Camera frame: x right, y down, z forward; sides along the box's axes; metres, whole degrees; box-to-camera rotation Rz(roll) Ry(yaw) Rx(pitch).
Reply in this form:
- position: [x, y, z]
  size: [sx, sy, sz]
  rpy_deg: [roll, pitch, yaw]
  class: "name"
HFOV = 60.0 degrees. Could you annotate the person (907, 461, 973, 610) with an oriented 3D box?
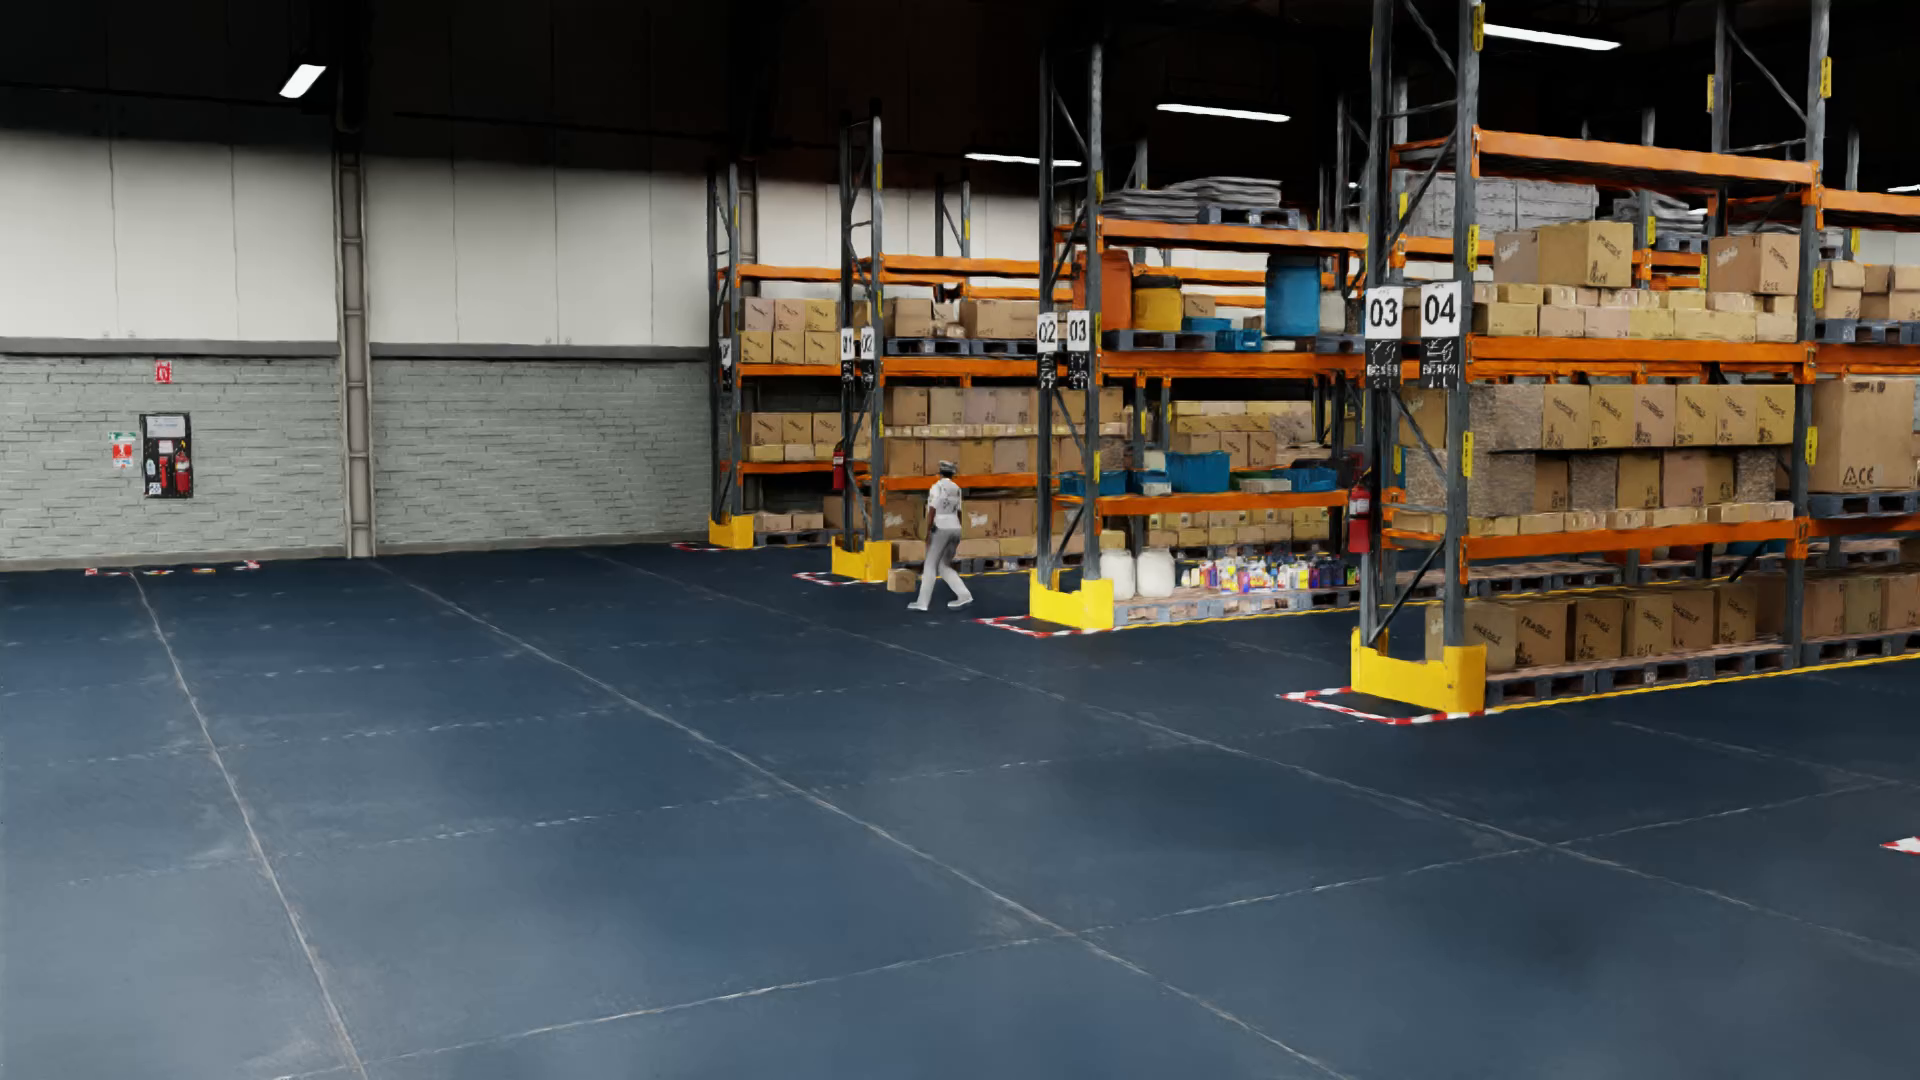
- position: [-0.209, -0.047, 18.197]
  size: [0.595, 1.602, 0.598]
  rpy_deg: [3, 6, 32]
  class: "person"
